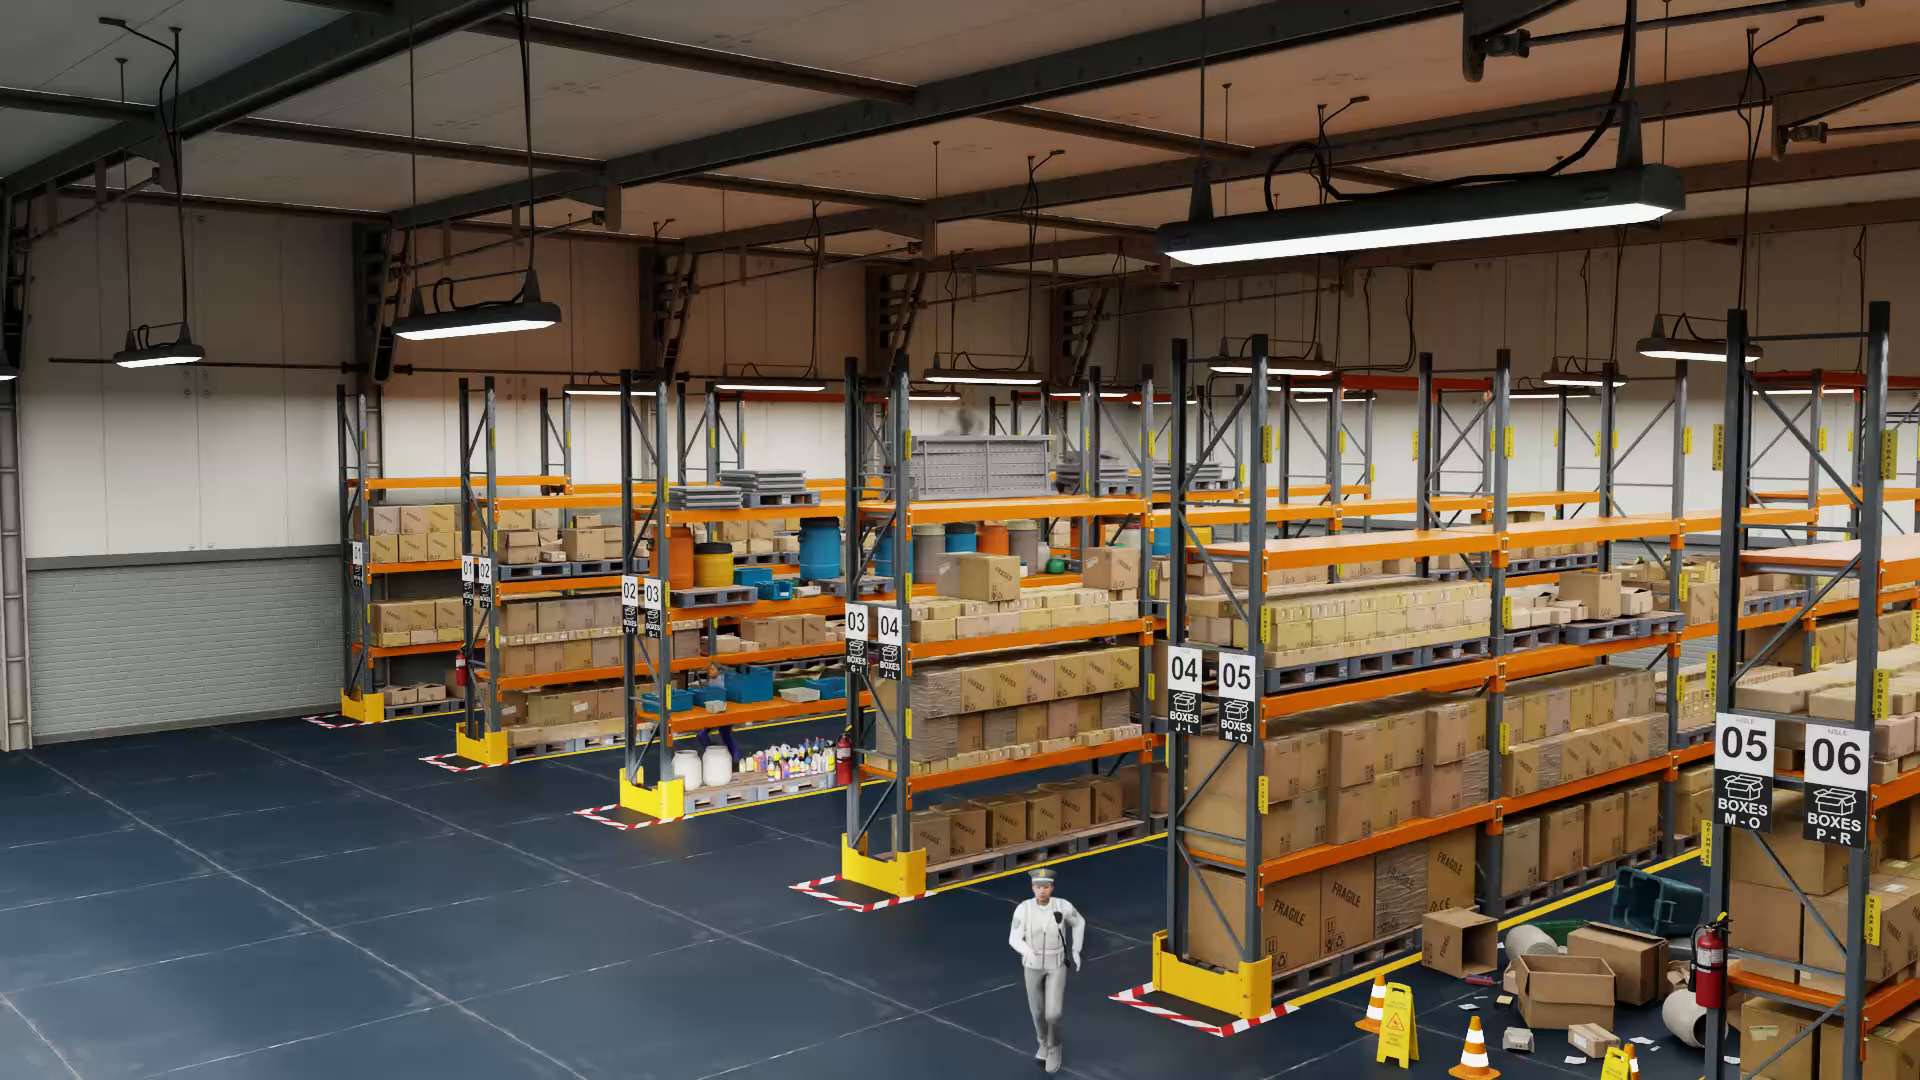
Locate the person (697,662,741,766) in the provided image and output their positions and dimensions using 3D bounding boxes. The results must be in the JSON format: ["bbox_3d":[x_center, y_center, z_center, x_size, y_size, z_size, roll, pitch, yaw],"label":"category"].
[{"bbox_3d":[-3.693,2.699,25.303,0.570,1.675,0.783,3,5,40],"label":"person"}]

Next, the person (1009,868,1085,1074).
[{"bbox_3d":[0.690,3.446,13.353,0.577,1.680,0.750,1,4,10],"label":"person"}]
